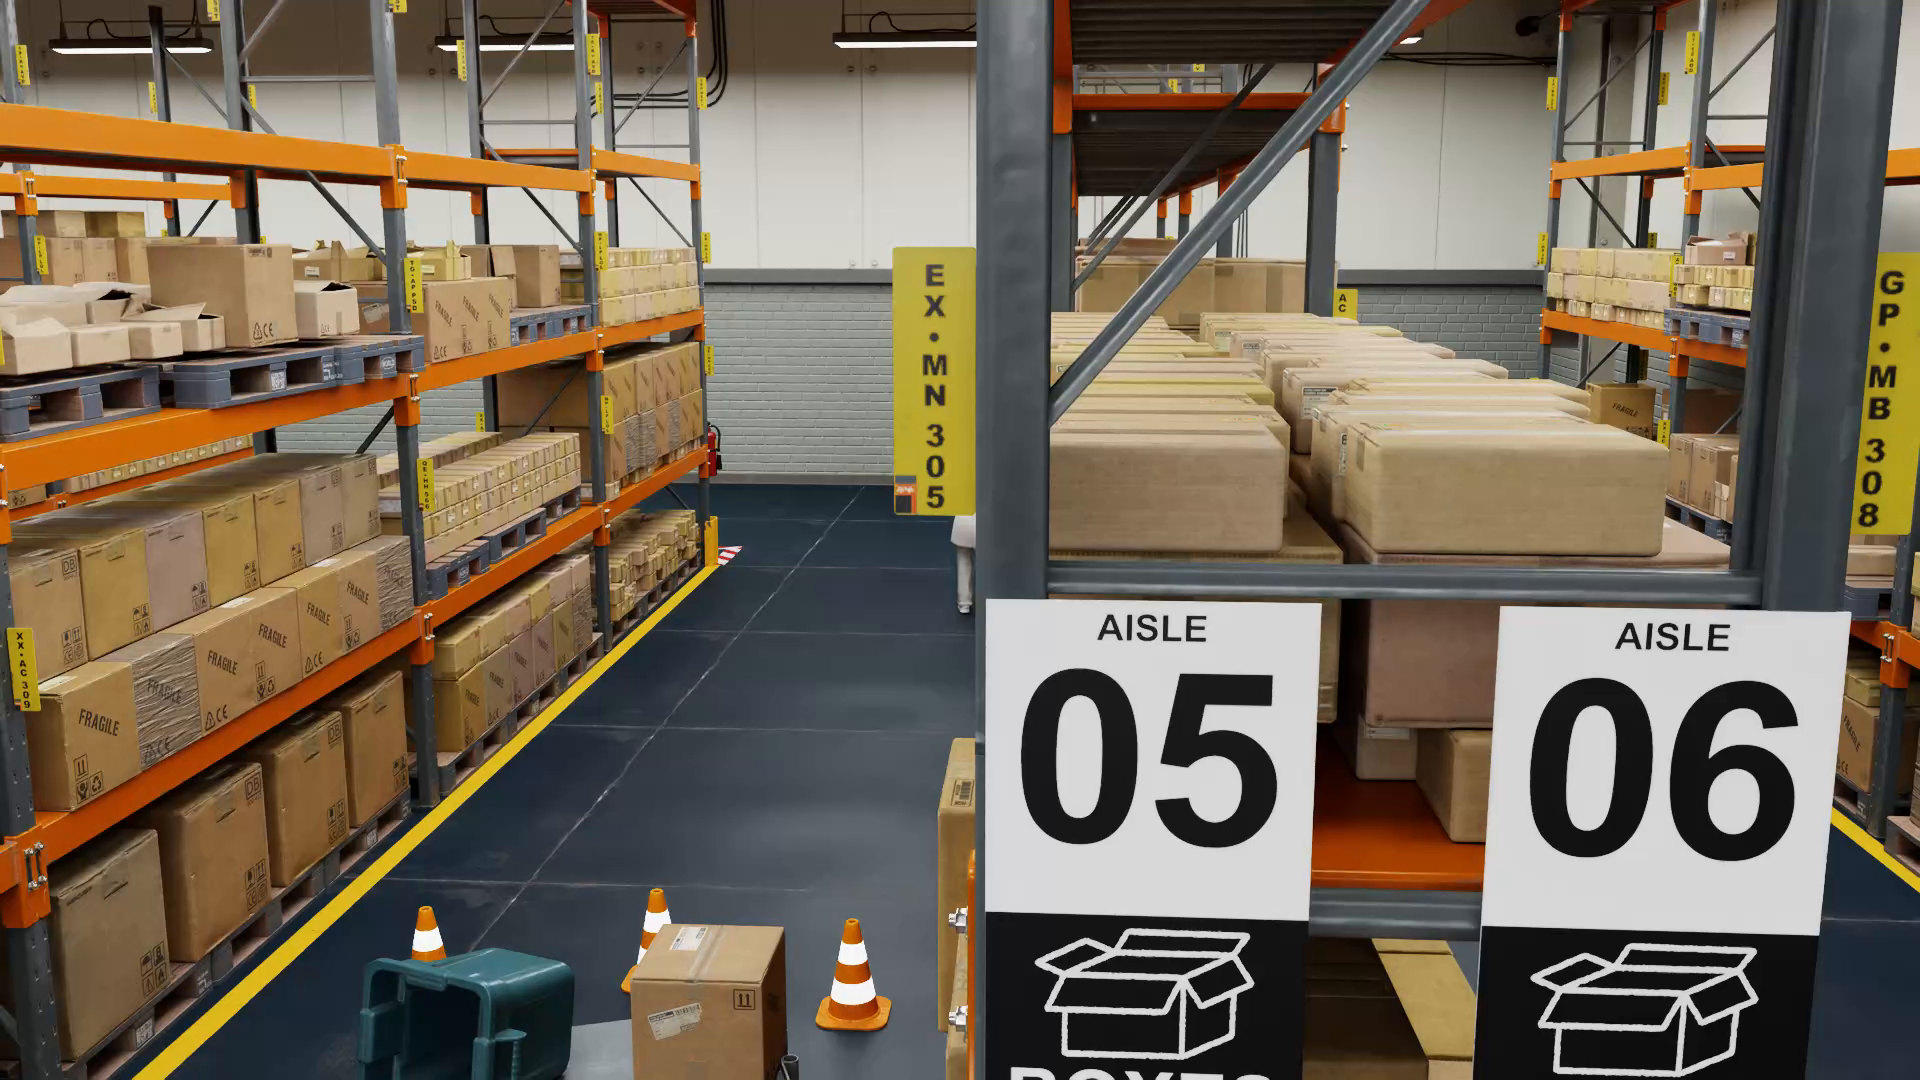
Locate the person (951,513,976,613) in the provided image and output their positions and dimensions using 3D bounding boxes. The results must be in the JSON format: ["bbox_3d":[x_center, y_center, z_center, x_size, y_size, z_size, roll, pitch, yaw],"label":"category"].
[{"bbox_3d":[0.175,-0.197,16.049,0.527,1.774,0.573,0,11,3],"label":"person"}]
